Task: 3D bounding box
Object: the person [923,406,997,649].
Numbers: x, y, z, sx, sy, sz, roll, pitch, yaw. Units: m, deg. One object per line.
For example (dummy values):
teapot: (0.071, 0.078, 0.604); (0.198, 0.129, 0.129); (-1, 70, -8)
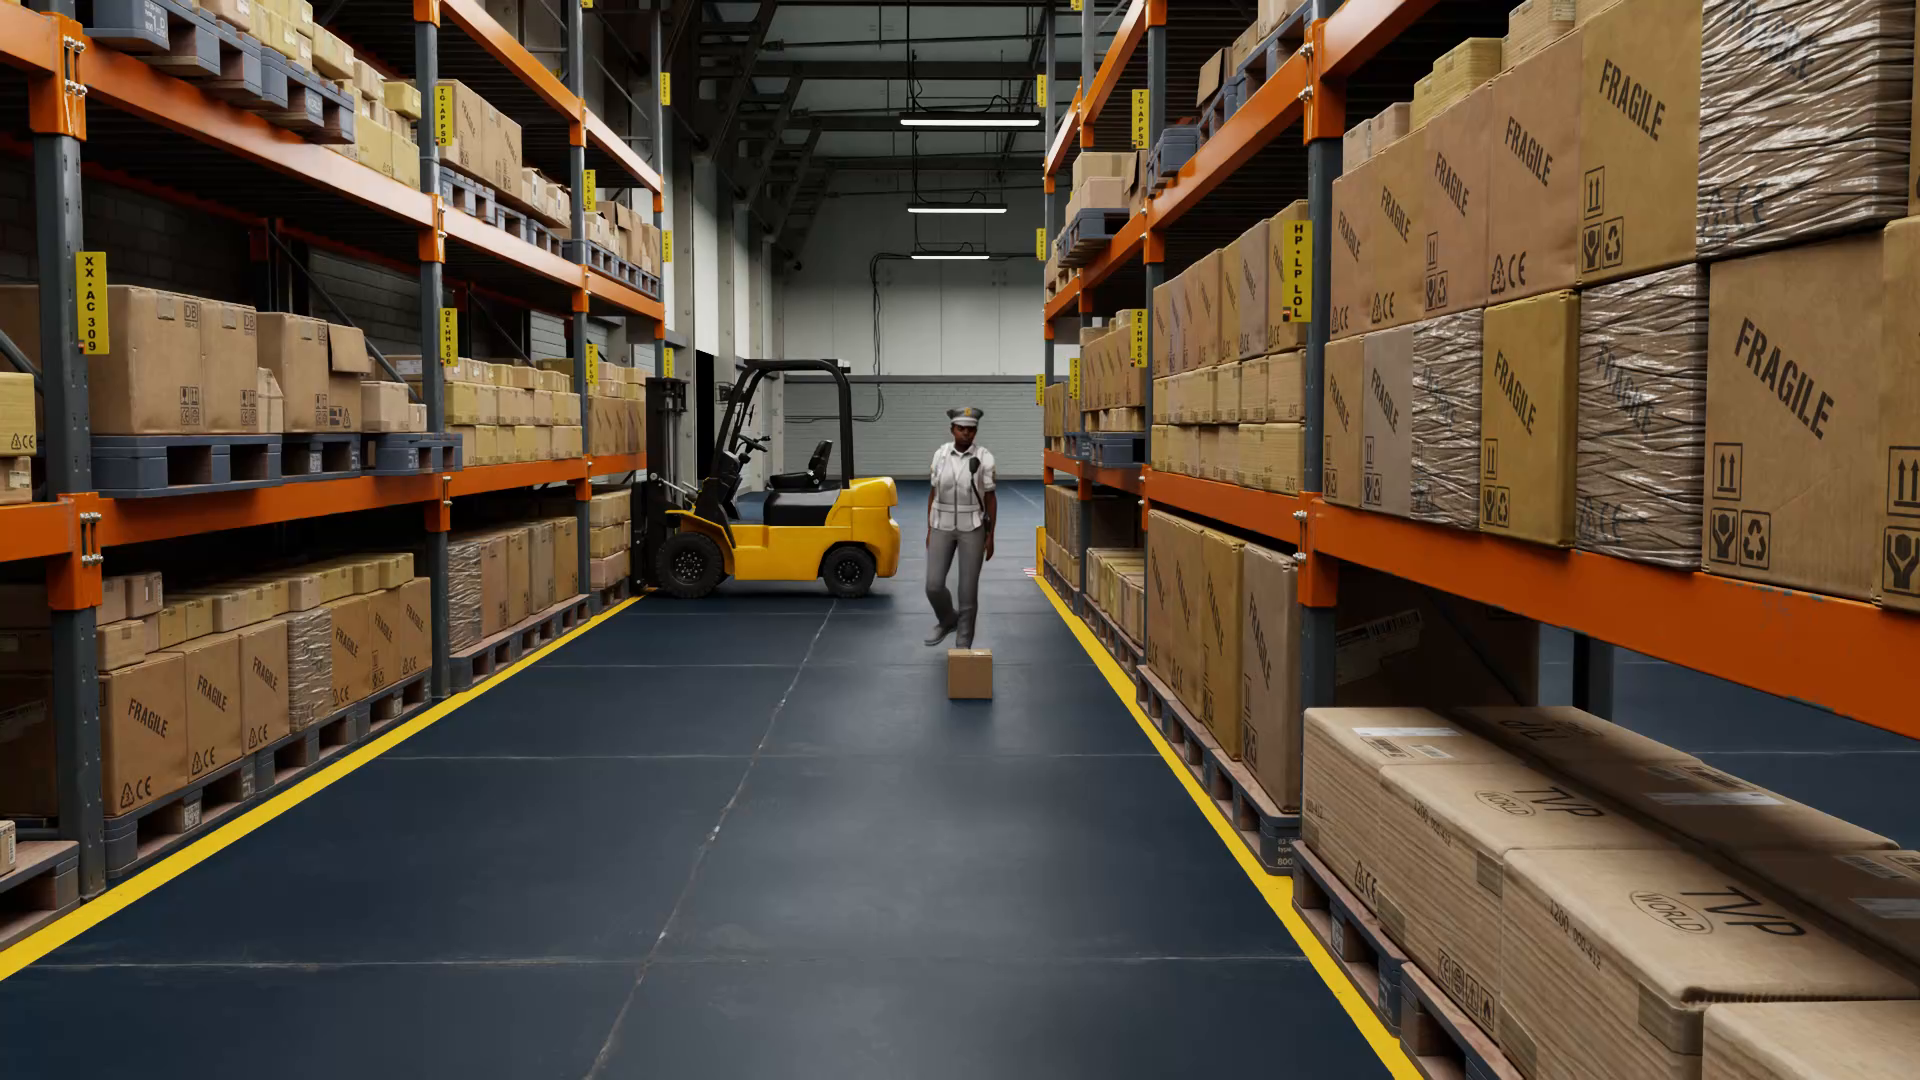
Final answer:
person: (-0.006, -0.046, 10.996); (0.517, 1.667, 0.501); (1, 4, 9)
